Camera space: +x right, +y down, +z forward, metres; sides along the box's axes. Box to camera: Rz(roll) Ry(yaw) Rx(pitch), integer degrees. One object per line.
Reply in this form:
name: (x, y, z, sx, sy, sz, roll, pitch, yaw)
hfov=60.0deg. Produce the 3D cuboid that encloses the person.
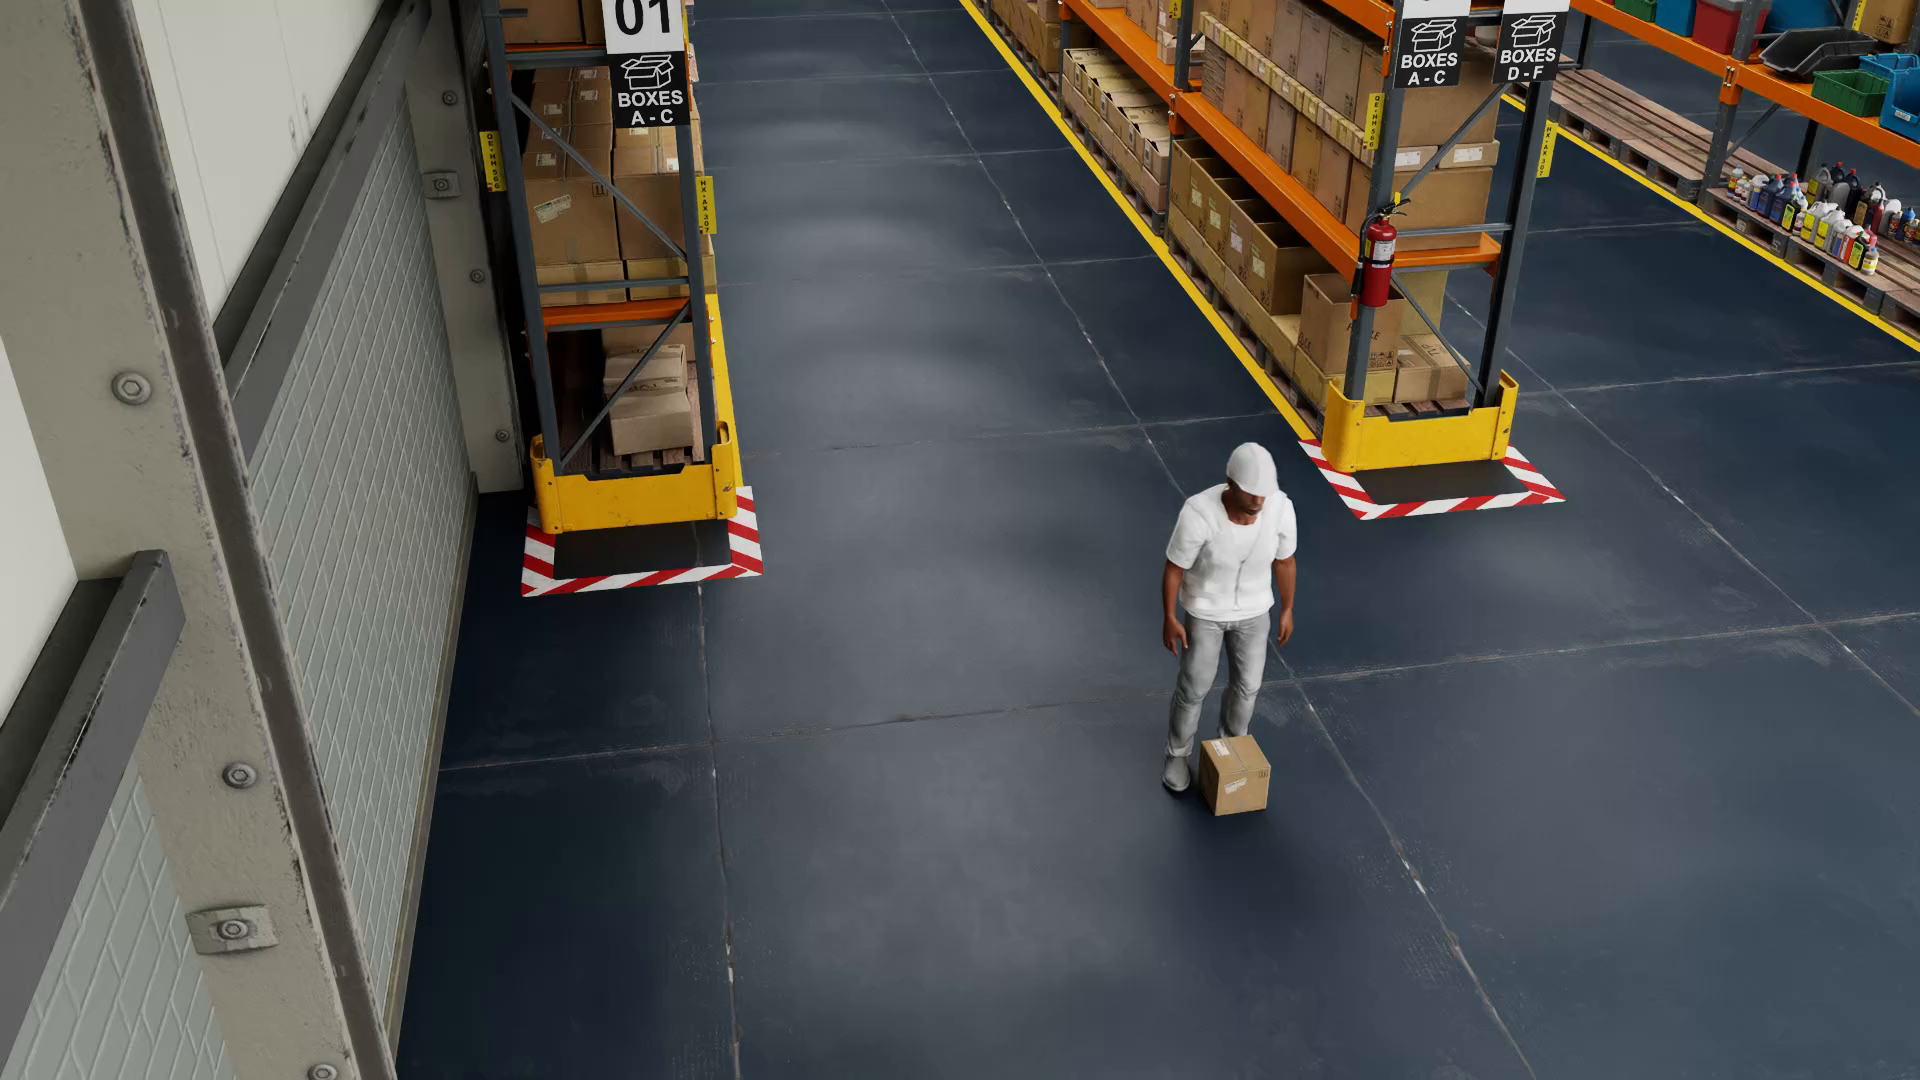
person: (1.219, 0.333, 7.553, 0.627, 1.761, 0.456, -5, 31, -9)
